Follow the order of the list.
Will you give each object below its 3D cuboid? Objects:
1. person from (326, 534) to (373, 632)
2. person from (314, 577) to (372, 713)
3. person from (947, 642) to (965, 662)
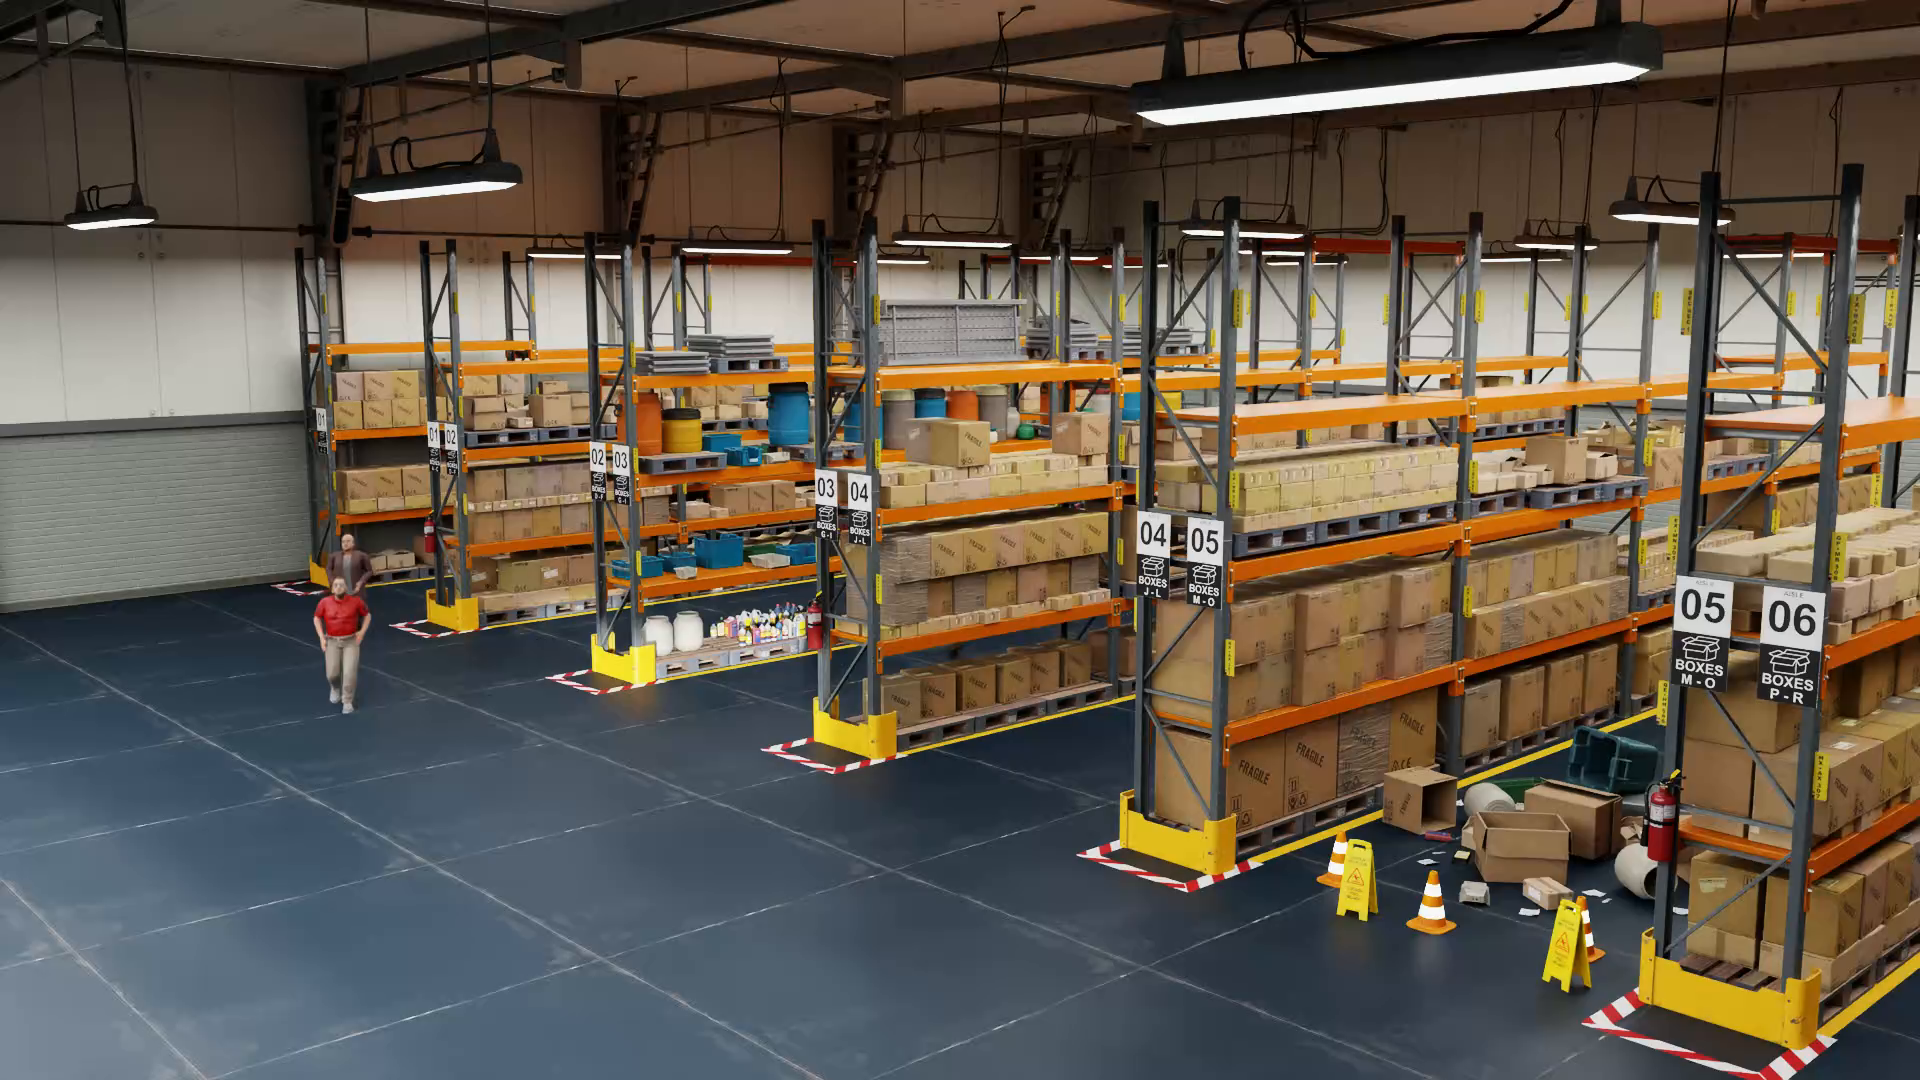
[{"bbox_3d":[-8.895,0.776,24.215,0.671,1.730,0.608,-2,9,-11],"label":"person"},{"bbox_3d":[-7.718,1.296,20.841,0.681,1.695,0.598,-3,9,-18],"label":"person"},{"bbox_3d":[-0.126,0.761,22.559,0.642,1.840,0.751,5,10,32],"label":"person"}]
